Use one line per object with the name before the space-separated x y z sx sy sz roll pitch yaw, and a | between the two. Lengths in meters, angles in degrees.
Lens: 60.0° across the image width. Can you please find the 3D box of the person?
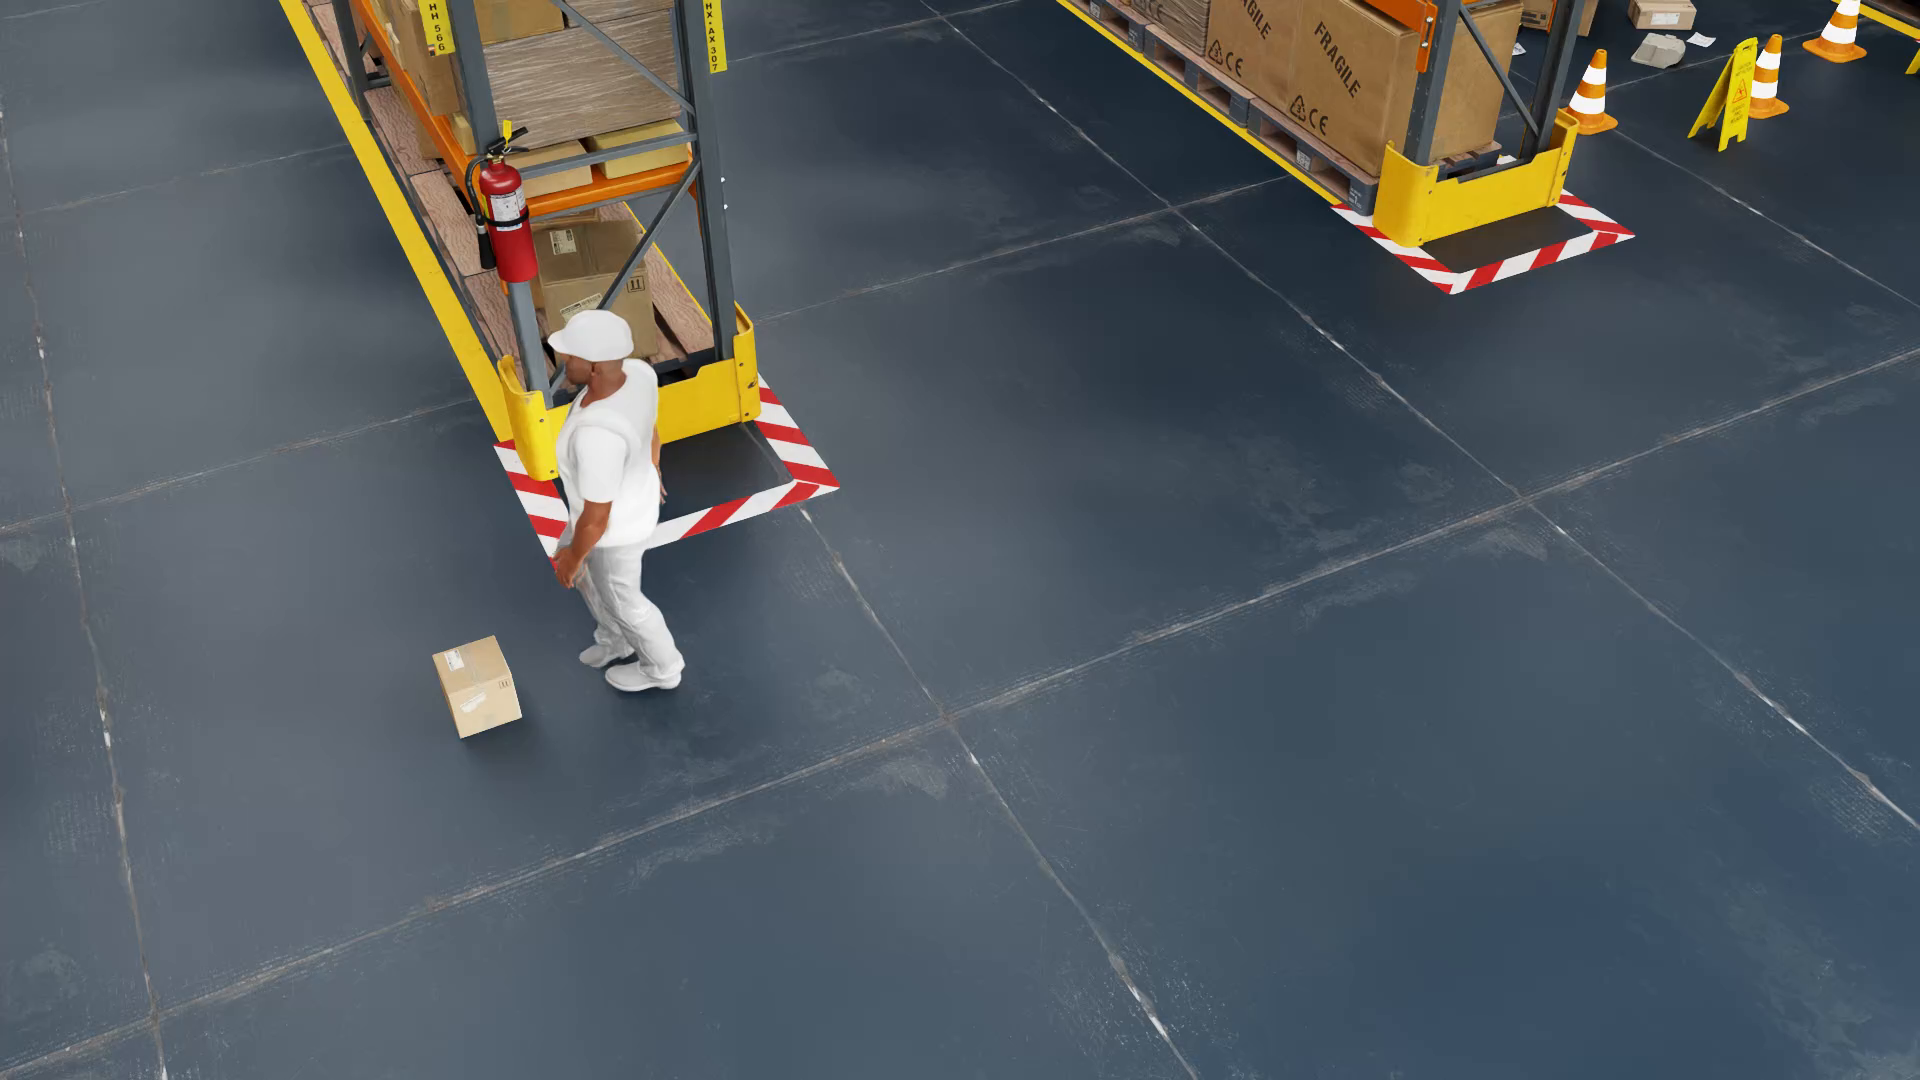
person | -1.453 -0.081 6.235 0.702 1.777 0.629 -1 41 -2
